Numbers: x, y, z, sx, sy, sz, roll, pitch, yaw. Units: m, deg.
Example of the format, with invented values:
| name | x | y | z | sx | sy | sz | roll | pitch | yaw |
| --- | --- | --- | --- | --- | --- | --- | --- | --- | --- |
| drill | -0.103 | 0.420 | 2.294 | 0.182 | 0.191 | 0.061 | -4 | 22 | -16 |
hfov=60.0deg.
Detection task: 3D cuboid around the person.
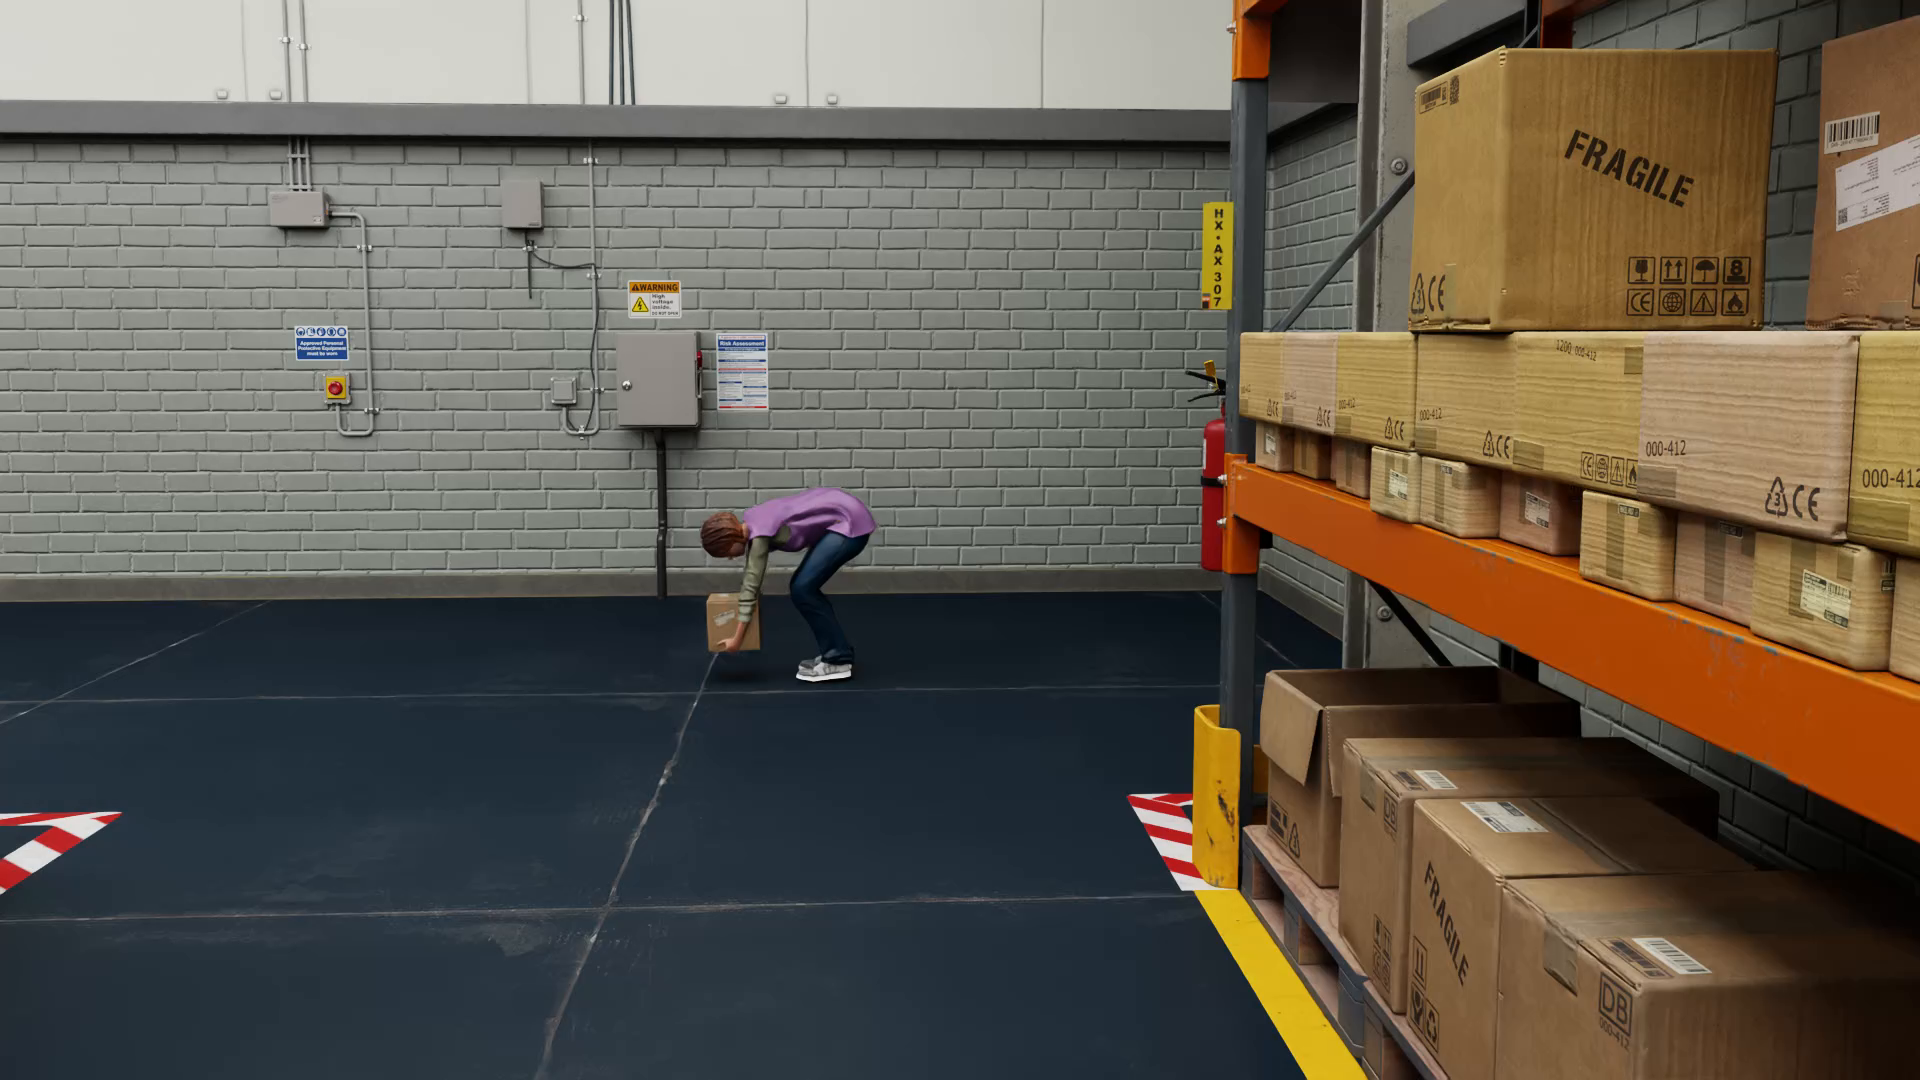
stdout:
| name | x | y | z | sx | sy | sz | roll | pitch | yaw |
| --- | --- | --- | --- | --- | --- | --- | --- | --- | --- |
| person | -0.843 | 0.214 | 8.215 | 0.866 | 0.948 | 0.411 | -1 | 7 | -6 |
